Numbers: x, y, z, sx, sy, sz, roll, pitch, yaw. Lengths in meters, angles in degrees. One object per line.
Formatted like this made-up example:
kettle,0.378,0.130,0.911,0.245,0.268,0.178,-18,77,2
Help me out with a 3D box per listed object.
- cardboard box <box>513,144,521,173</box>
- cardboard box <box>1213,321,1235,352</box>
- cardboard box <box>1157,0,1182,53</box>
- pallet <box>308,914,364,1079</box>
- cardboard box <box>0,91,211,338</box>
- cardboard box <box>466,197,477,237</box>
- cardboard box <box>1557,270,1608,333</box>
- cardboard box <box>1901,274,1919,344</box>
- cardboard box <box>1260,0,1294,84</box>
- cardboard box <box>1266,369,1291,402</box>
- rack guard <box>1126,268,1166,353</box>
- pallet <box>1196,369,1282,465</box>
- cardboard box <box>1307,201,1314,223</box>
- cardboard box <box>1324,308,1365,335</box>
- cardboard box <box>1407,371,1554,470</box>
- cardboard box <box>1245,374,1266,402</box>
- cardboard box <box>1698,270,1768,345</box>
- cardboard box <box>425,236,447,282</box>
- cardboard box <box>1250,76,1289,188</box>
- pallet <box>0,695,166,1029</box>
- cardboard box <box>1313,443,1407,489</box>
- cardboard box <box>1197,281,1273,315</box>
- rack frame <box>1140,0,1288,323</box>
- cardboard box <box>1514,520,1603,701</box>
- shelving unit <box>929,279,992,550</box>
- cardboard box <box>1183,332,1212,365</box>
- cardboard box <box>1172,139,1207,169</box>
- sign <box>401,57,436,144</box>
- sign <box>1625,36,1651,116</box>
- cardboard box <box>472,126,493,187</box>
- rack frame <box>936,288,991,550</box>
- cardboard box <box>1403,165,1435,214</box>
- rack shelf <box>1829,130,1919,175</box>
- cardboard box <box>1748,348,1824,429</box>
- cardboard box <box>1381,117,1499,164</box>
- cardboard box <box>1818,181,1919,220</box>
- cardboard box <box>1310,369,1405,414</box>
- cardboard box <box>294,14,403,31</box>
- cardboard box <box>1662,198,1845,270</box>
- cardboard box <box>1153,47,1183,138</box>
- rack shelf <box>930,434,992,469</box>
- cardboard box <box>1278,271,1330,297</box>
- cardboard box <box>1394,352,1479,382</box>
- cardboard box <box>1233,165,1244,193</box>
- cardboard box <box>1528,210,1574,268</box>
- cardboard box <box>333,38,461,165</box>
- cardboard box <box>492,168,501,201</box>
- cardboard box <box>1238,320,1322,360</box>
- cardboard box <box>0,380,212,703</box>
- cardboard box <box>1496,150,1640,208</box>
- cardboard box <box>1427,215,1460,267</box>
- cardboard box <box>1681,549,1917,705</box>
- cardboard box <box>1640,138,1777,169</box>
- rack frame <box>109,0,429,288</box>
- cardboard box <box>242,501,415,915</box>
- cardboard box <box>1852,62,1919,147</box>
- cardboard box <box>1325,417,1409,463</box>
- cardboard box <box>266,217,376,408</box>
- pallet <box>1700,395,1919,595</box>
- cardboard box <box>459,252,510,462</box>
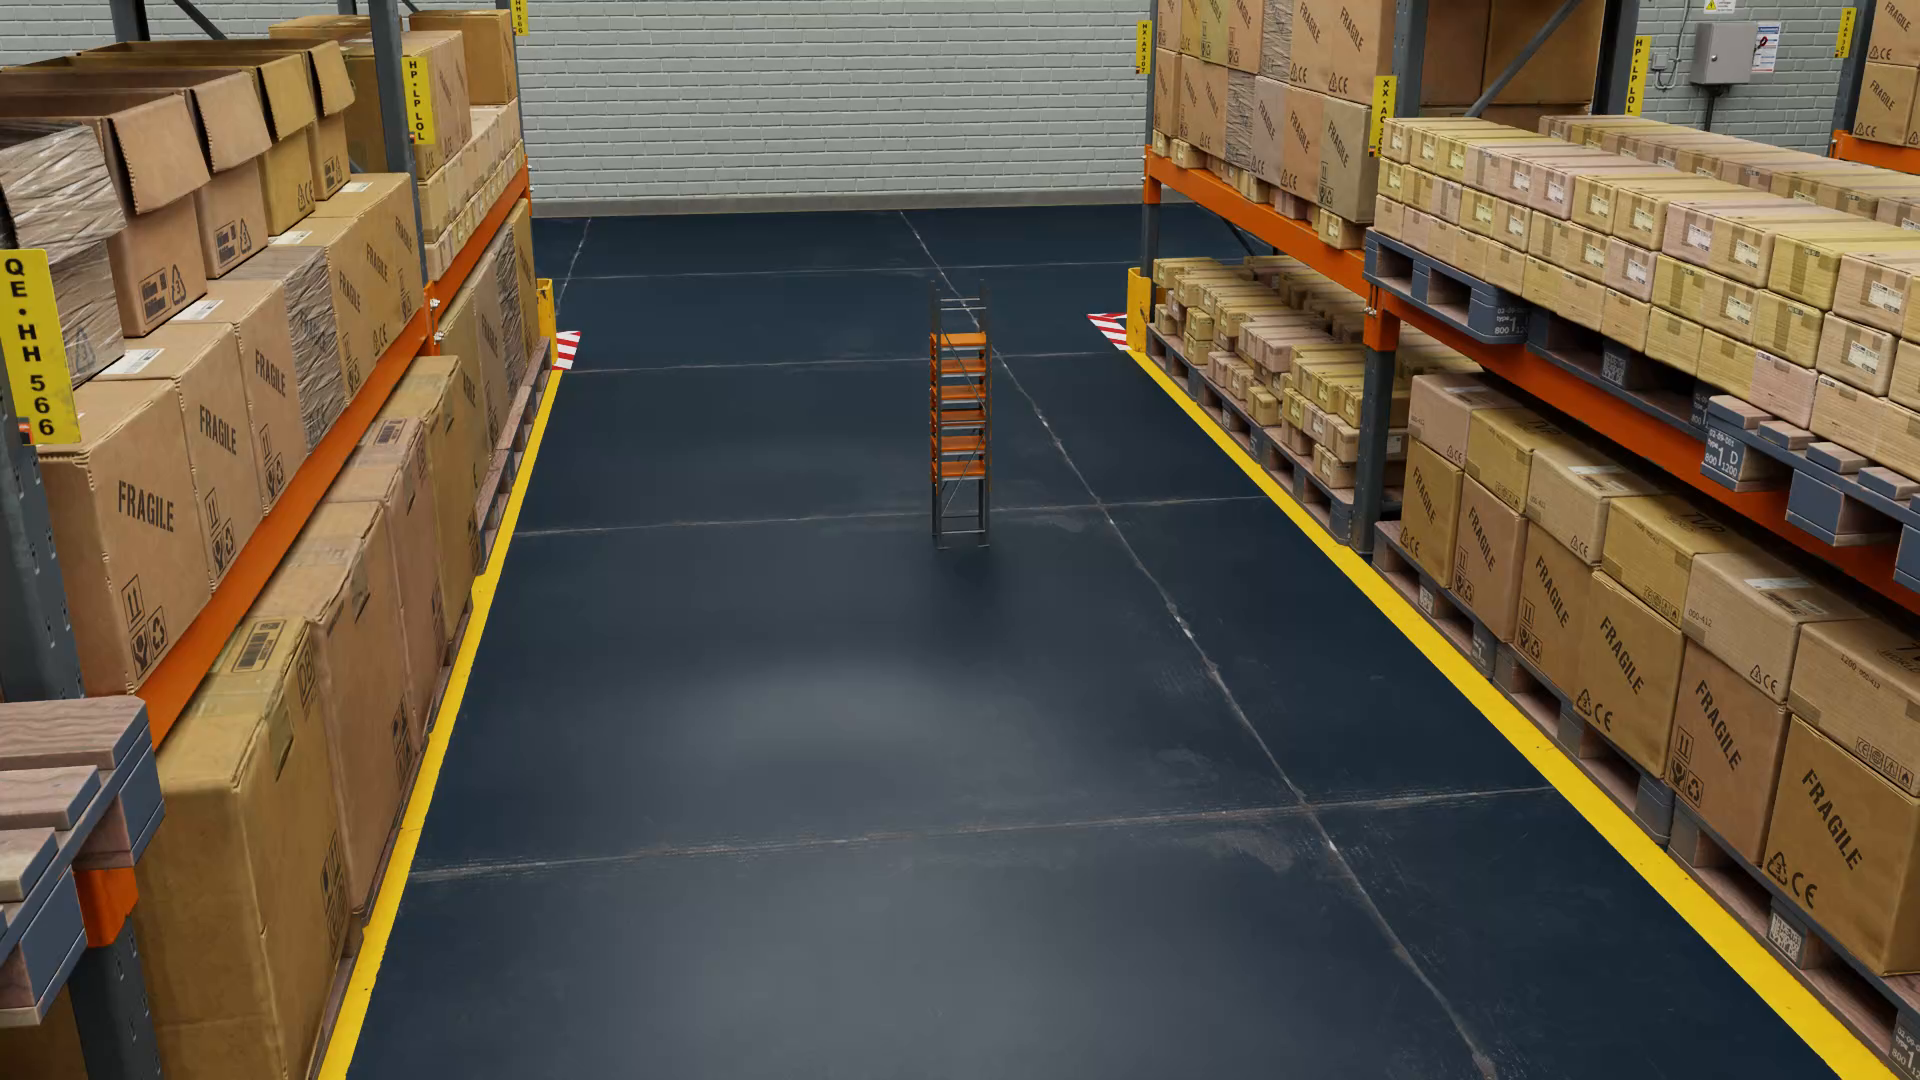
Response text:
cardboard box,-2.795,-2.233,9.766,0.380,0.149,0.250,-3,21,-7
cardboard box,1.702,-1.209,9.716,0.380,0.149,0.250,-4,21,-10
cardboard box,1.514,-3.248,10.128,0.500,0.500,0.500,-3,21,-8
pallet,-2.097,1.252,4.062,1.003,0.211,1.213,-3,21,-8
cardboard box,-2.238,-0.774,3.924,0.797,0.503,0.637,-2,21,-6
cardboard box,-2.501,-1.525,7.872,0.380,0.149,0.250,-3,21,-9
cardboard box,2.117,-0.758,5.216,0.380,0.149,0.250,-4,21,-10
cardboard box,2.341,-0.497,3.668,0.380,0.149,0.250,-4,21,-10
cardboard box,1.813,-2.538,8.227,0.500,0.500,0.500,-2,21,-6
cardboard box,1.826,-0.835,8.714,0.380,0.149,0.250,-2,21,-6
rack guard,1.723,-1.565,11.192,1.175,0.500,0.348,-3,21,-8
pallet,1.977,-0.725,9.356,1.003,0.211,1.213,-3,21,-8
cardboard box,1.922,-1.619,8.122,0.380,0.149,0.250,-3,21,-9
cardboard box,2.244,-1.189,9.238,0.380,0.149,0.250,-3,21,-7
cardboard box,2.133,-0.485,6.629,0.500,0.250,0.500,-4,21,-10
cardboard box,1.774,-0.809,9.070,0.380,0.149,0.250,-3,21,-7
cardboard box,2.227,-0.629,4.446,0.380,0.149,0.250,-3,21,-8
cardboard box,-2.348,-1.164,6.904,0.380,0.149,0.250,-3,21,-8
cardboard box,1.795,-2.069,8.400,0.500,0.500,0.500,-3,21,-8
pallet,-1.850,0.554,2.220,1.213,0.211,1.003,-3,21,-8
cardboard box,1.895,-0.357,7.860,0.380,0.149,0.250,-3,21,-7
cardboard box,1.637,-1.439,9.906,0.380,0.149,0.250,-4,21,-10
rack frame,1.712,-2.762,10.825,1.000,3.000,0.127,-3,21,-8
cardboard box,2.299,0.230,5.786,0.500,0.500,0.500,-3,21,-7
shelving unit,0.002,-0.557,7.493,0.258,1.200,0.189,-3,21,-8
cardboard box,1.560,-1.160,10.009,0.380,0.149,0.250,-3,21,-7
cardboard box,1.498,-2.334,10.037,0.380,0.149,0.250,-4,21,-9
sign,-2.099,-1.698,6.434,0.100,0.325,0.005,-3,21,-8
sign,2.837,-1.949,6.993,0.100,0.325,0.005,-3,21,-8
cardboard box,-2.653,-1.930,8.385,0.500,0.250,0.500,-3,21,-8
rack frame,0.015,-0.525,7.408,0.240,1.200,0.006,-3,21,-8
cardboard box,1.929,-1.347,6.368,0.380,0.149,0.250,-3,21,-9
rack shelf,6.884,-2.017,9.859,1.077,0.370,4.000,-3,21,-8
cardboard box,2.267,-0.394,4.243,0.380,0.149,0.250,-3,21,-7
cardboard box,1.890,-1.576,6.556,0.380,0.149,0.250,-2,21,-5
cardboard box,2.799,-0.975,4.948,0.380,0.149,0.250,-2,21,-6
cardboard box,1.903,-0.714,7.964,0.380,0.149,0.250,-3,21,-7
cardboard box,-3.337,-2.615,9.147,0.500,0.500,0.500,-3,21,-9
cardboard box,2.198,-0.851,4.615,0.380,0.149,0.250,-3,21,-8
cardboard box,1.503,-2.779,10.302,0.500,0.500,0.500,-2,21,-5
rack shelf,0.002,-0.403,7.550,0.258,0.103,0.180,-3,21,-8
cardboard box,2.181,-1.559,10.226,0.380,0.149,0.250,-3,21,-9
cardboard box,2.377,-0.830,8.277,0.380,0.149,0.250,-3,21,-9
cardboard box,1.709,-1.978,9.085,0.380,0.149,0.250,-2,21,-6
cardboard box,2.084,-0.982,5.392,0.380,0.149,0.250,-3,21,-9
cardboard box,-2.514,-1.932,7.320,0.500,0.500,0.500,-3,21,-8
cardboard box,-2.647,-1.879,8.820,0.380,0.149,0.250,-3,21,-8
cardboard box,1.719,-1.075,8.932,0.380,0.149,0.250,-4,21,-10
cardboard box,-1.859,-0.006,3.303,0.500,0.500,0.500,-2,21,-6
cardboard box,2.042,-1.215,5.591,0.380,0.149,0.250,-3,21,-8
cardboard box,1.968,-1.114,6.172,0.380,0.149,0.250,-3,21,-7
cardboard box,2.423,0.233,4.707,0.500,0.250,0.500,-3,21,-7
cardboard box,2.652,-1.333,5.905,0.380,0.149,0.250,-3,21,-8
rack frame,-2.634,-1.162,6.541,1.000,3.000,0.127,-3,21,-8
cardboard box,-2.258,0.472,4.601,1.225,0.875,0.875,-3,21,-8
cardboard box,6.381,-2.913,11.086,0.500,0.500,0.500,-3,21,-8
cardboard box,1.928,-0.471,7.739,0.380,0.149,0.250,-3,21,-7
cardboard box,-2.150,-0.709,5.184,0.500,0.500,0.500,-3,21,-8
pallet,2.657,-0.144,4.089,1.213,0.211,1.003,-3,21,-8
cardboard box,-2.780,-0.908,8.296,0.875,0.875,0.875,-3,21,-8
